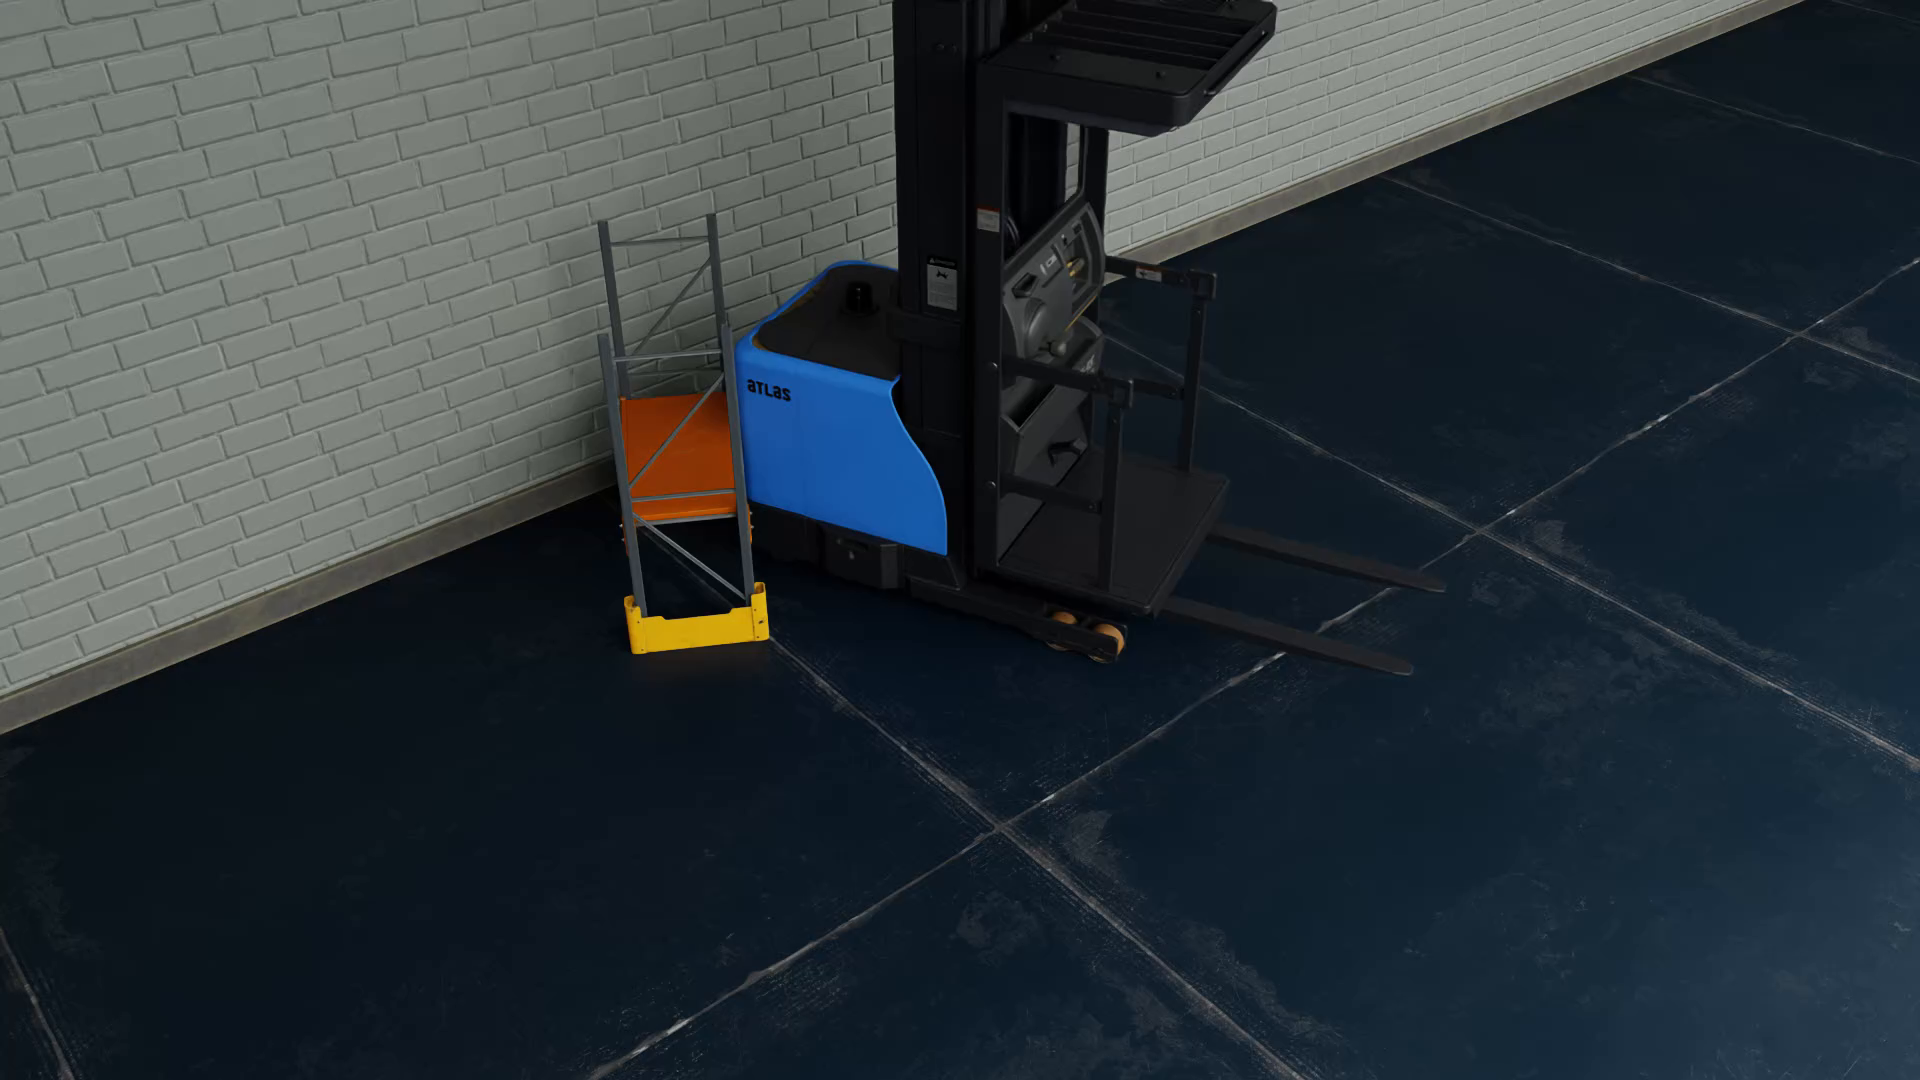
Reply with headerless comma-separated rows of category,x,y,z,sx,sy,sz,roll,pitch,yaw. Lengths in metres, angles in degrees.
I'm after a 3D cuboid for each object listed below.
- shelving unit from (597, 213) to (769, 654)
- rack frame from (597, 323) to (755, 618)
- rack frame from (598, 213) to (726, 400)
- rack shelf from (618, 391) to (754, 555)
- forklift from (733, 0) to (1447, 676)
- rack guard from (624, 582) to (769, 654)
shelving unit,-1.201,-0.462,7.105,0.587,1.500,1.083,-6,36,-8
rack frame,-1.114,-0.178,6.703,0.500,1.500,0.032,-6,36,-8
rack frame,-1.291,-0.757,7.520,0.500,1.500,0.032,-6,36,-8
rack shelf,-1.203,-0.320,7.216,0.538,0.185,1.000,-6,36,-8
forklift,0.569,-1.028,6.666,3.031,2.935,1.130,15,38,21
rack guard,-1.114,0.331,7.066,0.587,0.250,0.087,-6,36,-8
